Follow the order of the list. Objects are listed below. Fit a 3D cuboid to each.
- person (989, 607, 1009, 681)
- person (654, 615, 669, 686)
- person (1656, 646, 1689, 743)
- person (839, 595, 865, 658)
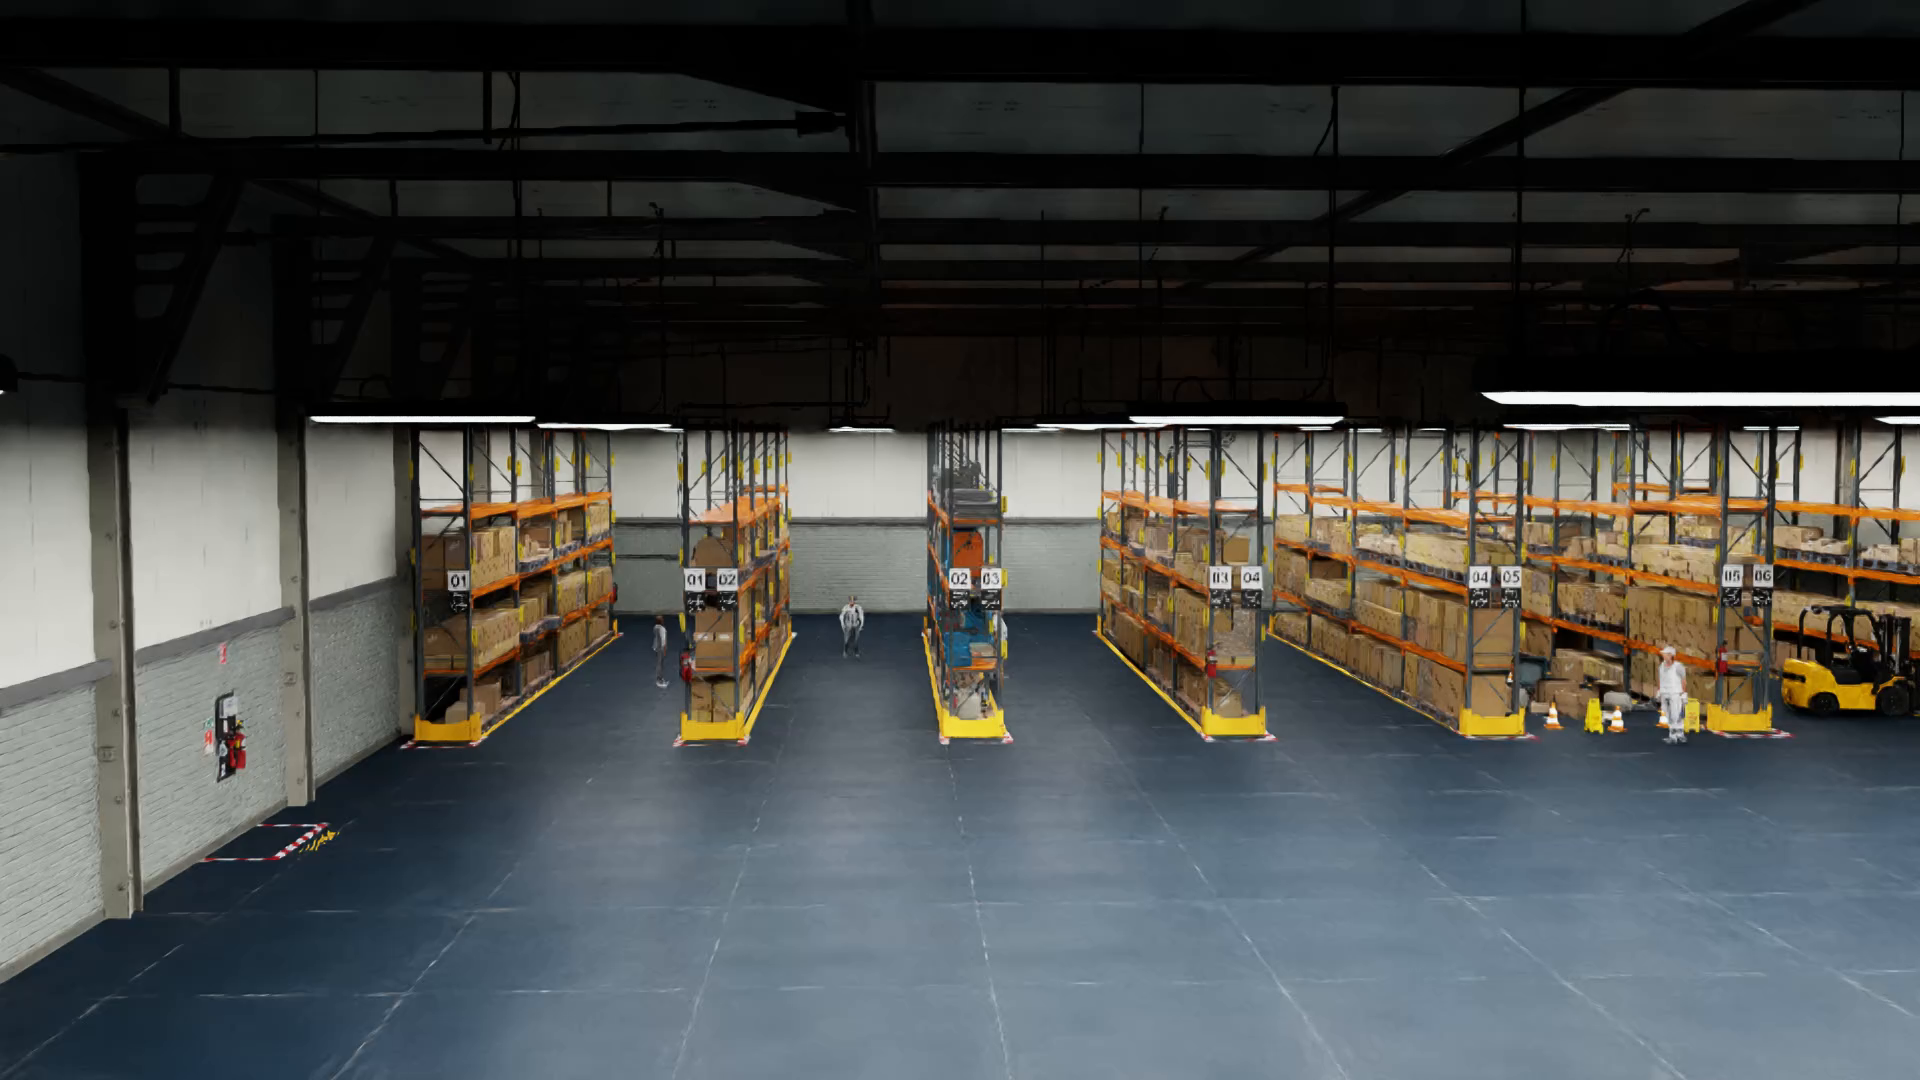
[{"bbox_3d":[0.879,2.360,38.578,0.424,1.757,0.706,1,4,16],"label":"person"},{"bbox_3d":[-6.766,2.495,37.745,0.371,1.601,0.469,-2,4,-34],"label":"person"},{"bbox_3d":[13.171,2.853,30.718,0.388,1.783,0.624,-2,4,-34],"label":"person"},{"bbox_3d":[-2.754,2.199,42.428,0.639,1.632,0.512,0,4,-5],"label":"person"}]
